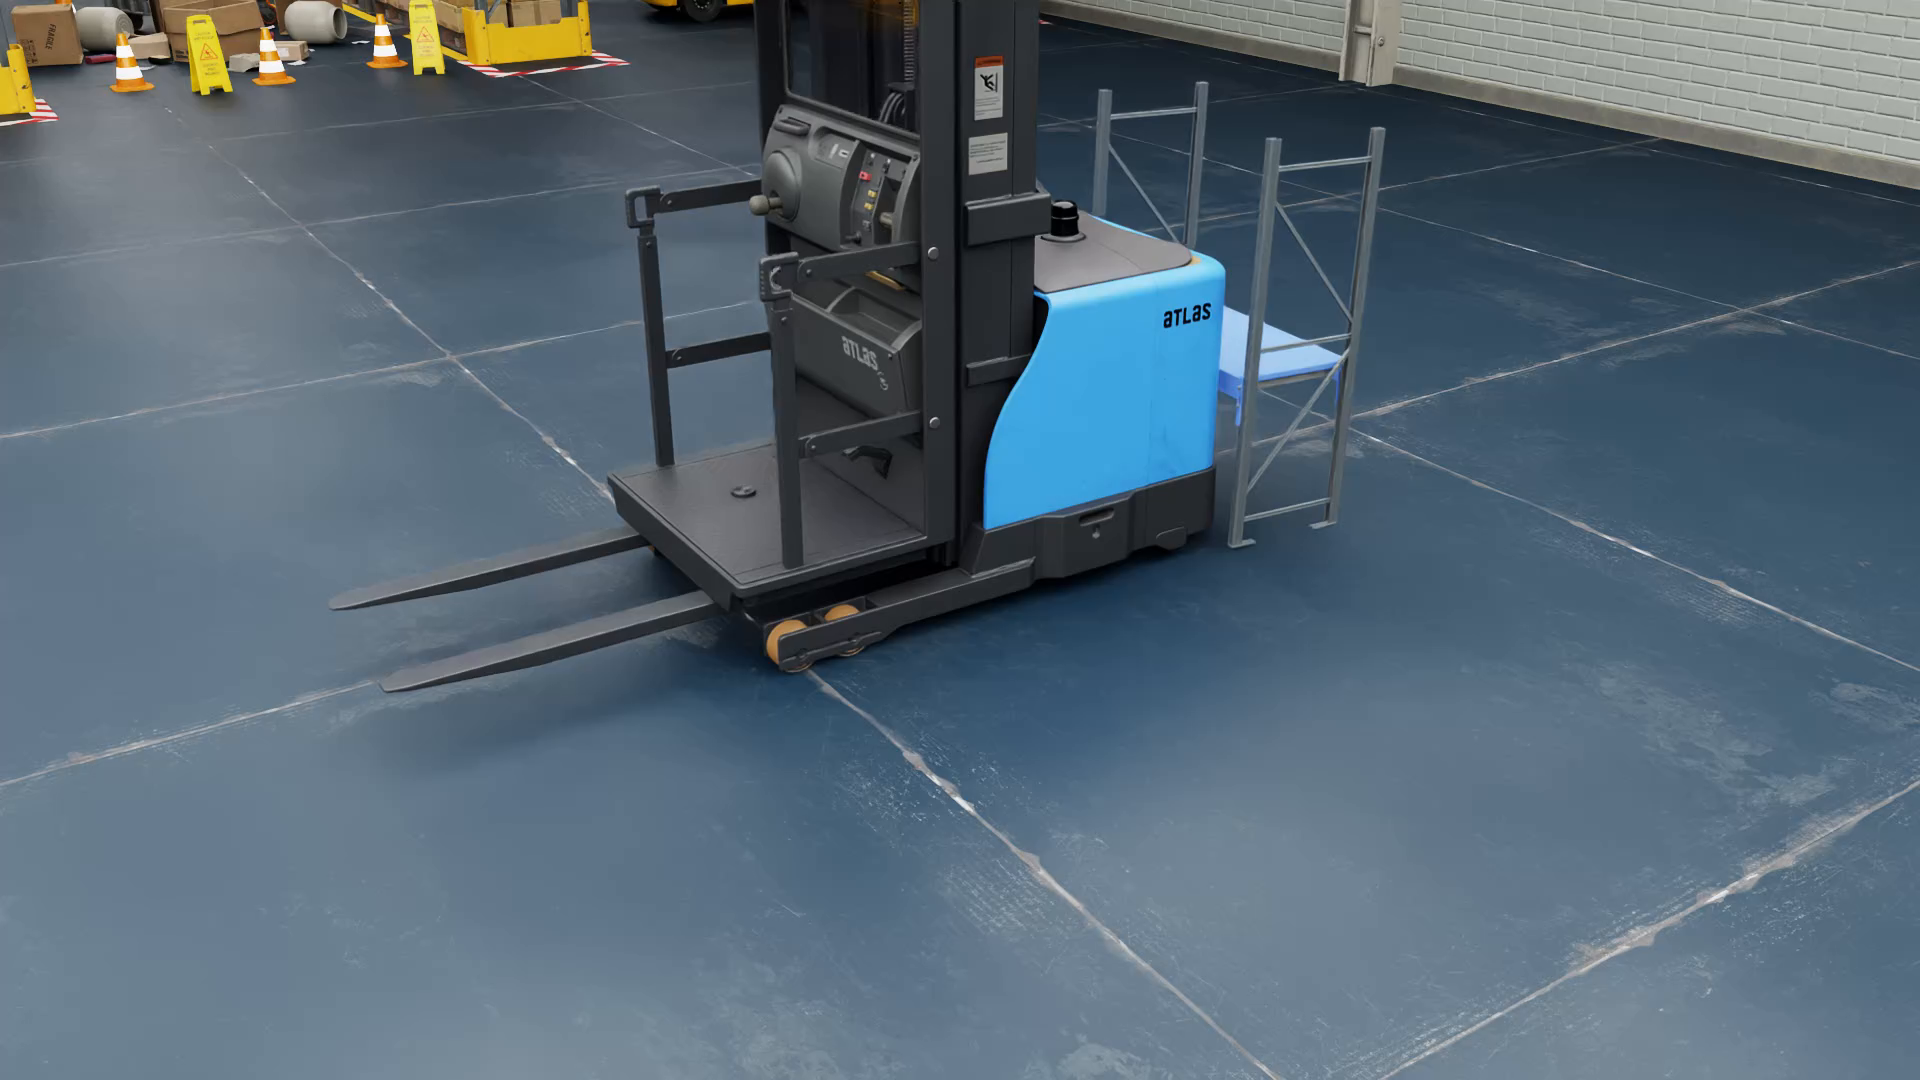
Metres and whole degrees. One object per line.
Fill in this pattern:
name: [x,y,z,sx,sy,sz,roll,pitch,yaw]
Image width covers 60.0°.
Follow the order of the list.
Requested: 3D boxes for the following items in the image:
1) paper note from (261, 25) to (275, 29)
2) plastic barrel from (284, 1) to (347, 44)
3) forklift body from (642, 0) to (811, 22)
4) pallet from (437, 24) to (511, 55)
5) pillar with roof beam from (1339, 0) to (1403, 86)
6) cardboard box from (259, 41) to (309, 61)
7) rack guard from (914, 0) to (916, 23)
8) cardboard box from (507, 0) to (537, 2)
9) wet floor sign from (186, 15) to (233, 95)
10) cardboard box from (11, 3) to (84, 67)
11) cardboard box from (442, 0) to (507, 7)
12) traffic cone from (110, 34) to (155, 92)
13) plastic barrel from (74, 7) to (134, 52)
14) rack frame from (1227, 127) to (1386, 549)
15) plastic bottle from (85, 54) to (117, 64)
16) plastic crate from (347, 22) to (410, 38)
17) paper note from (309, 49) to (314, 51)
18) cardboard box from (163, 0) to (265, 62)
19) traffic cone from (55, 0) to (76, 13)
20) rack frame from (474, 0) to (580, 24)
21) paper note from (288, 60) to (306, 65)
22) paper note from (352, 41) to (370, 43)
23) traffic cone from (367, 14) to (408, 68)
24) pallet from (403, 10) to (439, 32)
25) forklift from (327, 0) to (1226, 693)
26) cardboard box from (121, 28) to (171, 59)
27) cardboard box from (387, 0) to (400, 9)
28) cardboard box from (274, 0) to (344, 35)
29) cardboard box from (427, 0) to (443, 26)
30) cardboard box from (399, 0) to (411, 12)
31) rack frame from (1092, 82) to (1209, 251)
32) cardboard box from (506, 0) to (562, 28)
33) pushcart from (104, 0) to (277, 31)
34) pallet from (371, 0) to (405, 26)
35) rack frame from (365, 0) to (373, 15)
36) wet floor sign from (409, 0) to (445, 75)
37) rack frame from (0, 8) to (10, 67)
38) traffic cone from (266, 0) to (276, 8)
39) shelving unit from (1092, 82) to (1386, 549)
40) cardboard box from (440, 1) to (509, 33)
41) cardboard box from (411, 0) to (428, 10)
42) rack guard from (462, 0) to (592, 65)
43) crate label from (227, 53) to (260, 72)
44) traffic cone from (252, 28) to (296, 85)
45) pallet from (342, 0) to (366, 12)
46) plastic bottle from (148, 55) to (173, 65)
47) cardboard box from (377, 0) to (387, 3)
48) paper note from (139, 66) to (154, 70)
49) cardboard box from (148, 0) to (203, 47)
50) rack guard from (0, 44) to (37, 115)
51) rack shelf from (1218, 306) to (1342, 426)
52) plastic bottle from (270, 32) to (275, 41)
paper note: [-7.462,-5.529,17.926,0.148,0.019,0.142,-16,29,-30]
plastic barrel: [-6.534,-5.249,16.872,0.512,0.421,0.421,3,25,6]
forklift body: [-2.545,-7.055,18.675,2.313,2.155,1.214,-16,29,-30]
pallet: [-4.594,-5.093,16.791,1.003,0.211,1.213,-16,29,-30]
pillar with roof beam: [0.062,-7.208,10.979,9.100,9.000,0.400,-16,29,-30]
cardboard box: [-6.546,-4.736,16.109,0.380,0.149,0.250,-1,25,-3]
rack guard: [0.032,-6.047,18.473,1.175,0.500,0.348,-16,29,-30]
cardboard box: [-4.360,-5.675,16.608,0.500,0.500,0.500,-17,30,-31]
wet floor sign: [-6.556,-4.224,14.443,0.267,0.644,0.232,-22,33,-38]
cardboard box: [-8.707,-4.823,15.879,0.500,0.500,0.500,-10,27,-21]
cardboard box: [-4.794,-5.539,16.320,0.500,0.500,0.500,-15,29,-29]
traffic cone: [-7.331,-4.212,14.630,0.336,0.463,0.334,-16,29,-30]
plastic barrel: [-8.509,-5.055,16.463,0.512,0.421,0.421,3,25,6]
rack frame: [1.233,-0.700,5.963,0.500,1.500,0.032,-12,28,-27]
plastic bottle: [-8.239,-4.628,15.981,0.133,0.061,0.283,18,31,33]
plastic crate: [-6.152,-5.386,17.564,0.583,0.080,0.402,18,31,33]
paper note: [-6.474,-4.892,16.602,0.032,0.001,0.123,-16,29,-30]
cardboard box: [-7.218,-4.937,16.119,0.637,0.503,0.797,7,26,15]
traffic cone: [-9.881,-5.953,18.318,0.336,0.463,0.334,-16,29,-30]
rack frame: [-4.138,-6.028,15.505,1.000,3.000,0.127,-16,29,-30]
paper note: [-6.322,-4.559,15.872,0.142,0.019,0.148,18,31,33]
paper note: [-6.132,-5.104,17.026,0.148,0.019,0.142,18,31,33]
traffic cone: [-5.454,-4.734,15.735,0.336,0.463,0.334,-16,29,-30]
pallet: [-5.255,-5.529,17.714,1.003,0.211,1.213,-16,29,-30]
forklift: [-0.570,-1.156,5.266,3.031,2.935,1.130,-15,29,-29]
cardboard box: [-7.933,-4.847,16.206,0.396,0.266,0.258,-10,27,-21]
cardboard box: [-5.925,-5.943,18.054,0.500,0.250,0.500,-14,29,-27]
cardboard box: [-6.877,-5.629,17.585,0.500,0.500,0.500,3,25,6]
cardboard box: [-5.081,-5.388,16.878,0.500,0.250,0.500,-15,29,-29]
cardboard box: [-5.633,-5.754,17.653,0.500,0.250,0.500,-16,30,-30]
rack frame: [0.741,-1.080,6.768,0.500,1.500,0.032,-12,28,-27]
cardboard box: [-4.347,-5.327,16.750,0.500,0.250,0.500,-16,30,-30]
pushcart: [-8.205,-5.723,17.932,0.936,0.377,1.648,18,31,33]
pallet: [-5.926,-5.965,18.639,1.003,0.211,1.213,-16,29,-30]
rack frame: [-6.322,-7.458,18.536,1.000,3.000,0.127,-16,29,-30]
wet floor sign: [-4.931,-4.646,15.335,0.267,0.644,0.232,-6,26,-12]
rack frame: [-8.230,-4.838,12.985,1.000,3.000,0.127,-16,29,-30]
traffic cone: [-8.172,-6.429,19.325,0.336,0.463,0.334,-16,29,-30]
shelving unit: [0.987,-0.890,6.365,0.538,1.500,1.048,-12,28,-27]
cardboard box: [-4.818,-5.209,16.500,0.500,0.250,0.500,-16,29,-30]
cardboard box: [-5.371,-5.574,17.272,0.500,0.250,0.500,-17,30,-31]
rack guard: [-4.180,-4.925,16.096,1.175,0.500,0.348,-16,29,-30]
crate label: [-6.679,-4.473,15.564,0.298,0.136,0.250,12,28,24]
traffic cone: [-6.198,-4.353,14.930,0.336,0.463,0.334,-16,29,-30]
pallet: [-6.748,-6.476,19.720,1.003,0.211,1.213,-16,29,-30]
plastic bottle: [-7.672,-4.599,15.921,0.283,0.061,0.133,18,31,33]
cardboard box: [-6.226,-6.131,18.453,0.500,0.250,0.500,-17,30,-32]
paper note: [-7.641,-4.436,15.613,0.144,0.017,0.142,-6,26,-12]
cardboard box: [-7.736,-5.331,16.794,0.797,0.637,0.503,-16,29,-30]
rack guard: [-8.217,-3.699,13.500,1.175,0.500,0.348,-16,29,-30]
rack shelf: [0.983,-0.727,6.440,0.538,0.185,1.000,-12,28,-27]
plastic bottle: [-7.189,-5.231,17.259,0.133,0.061,0.283,-10,27,-21]
